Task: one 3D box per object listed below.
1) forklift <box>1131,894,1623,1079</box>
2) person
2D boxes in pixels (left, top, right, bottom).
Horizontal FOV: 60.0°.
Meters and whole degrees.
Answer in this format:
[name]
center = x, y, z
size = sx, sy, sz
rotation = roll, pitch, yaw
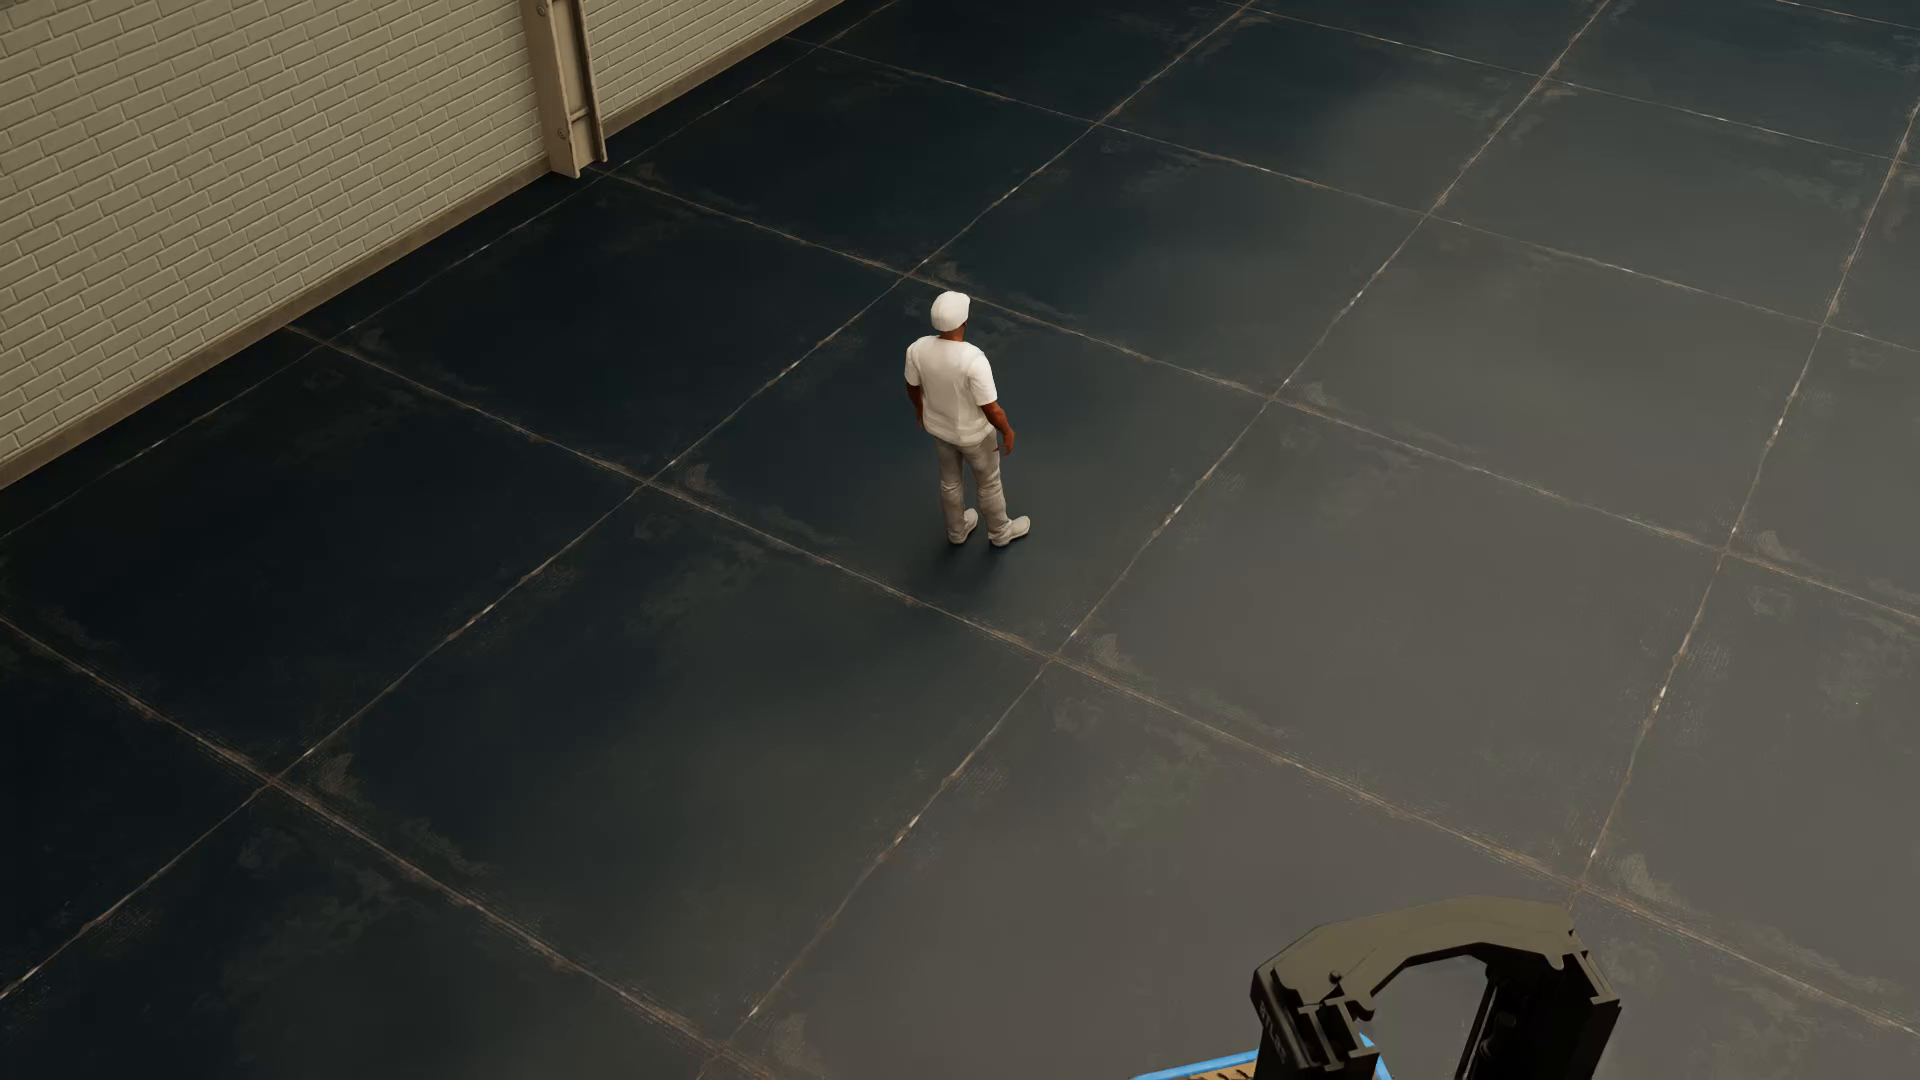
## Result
[forklift]
center = 1.421, 2.570, 4.934
size = 1.130, 2.935, 3.031
rotation = -9, 41, -10
[person]
center = 0.042, -0.715, 9.700
size = 0.665, 1.765, 0.577
rotation = 22, 45, 24
